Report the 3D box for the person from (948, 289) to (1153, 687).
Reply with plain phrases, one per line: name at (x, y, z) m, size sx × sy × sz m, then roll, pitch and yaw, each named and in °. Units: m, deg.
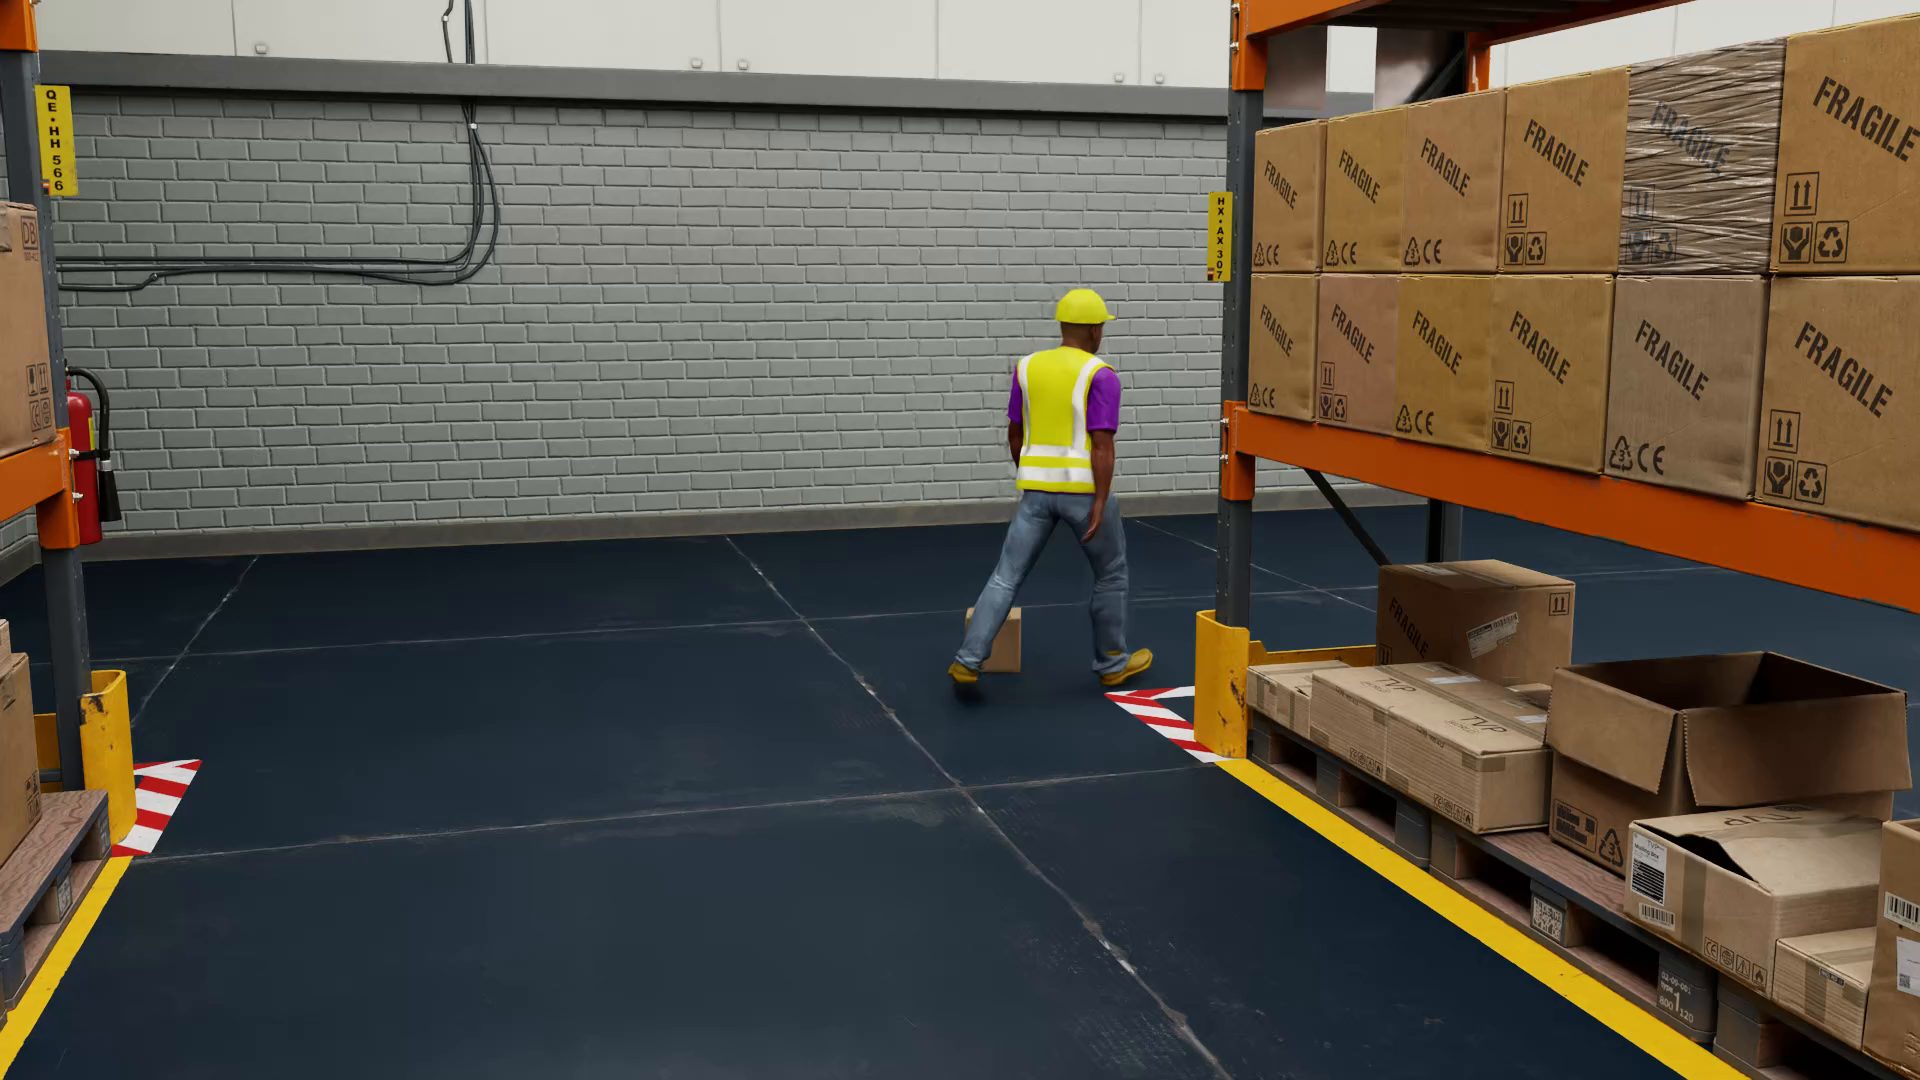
person at (0.383, -0.205, 7.183) m, size 0.701 × 1.742 × 0.862 m, roll 6°, pitch 11°, yaw 33°
